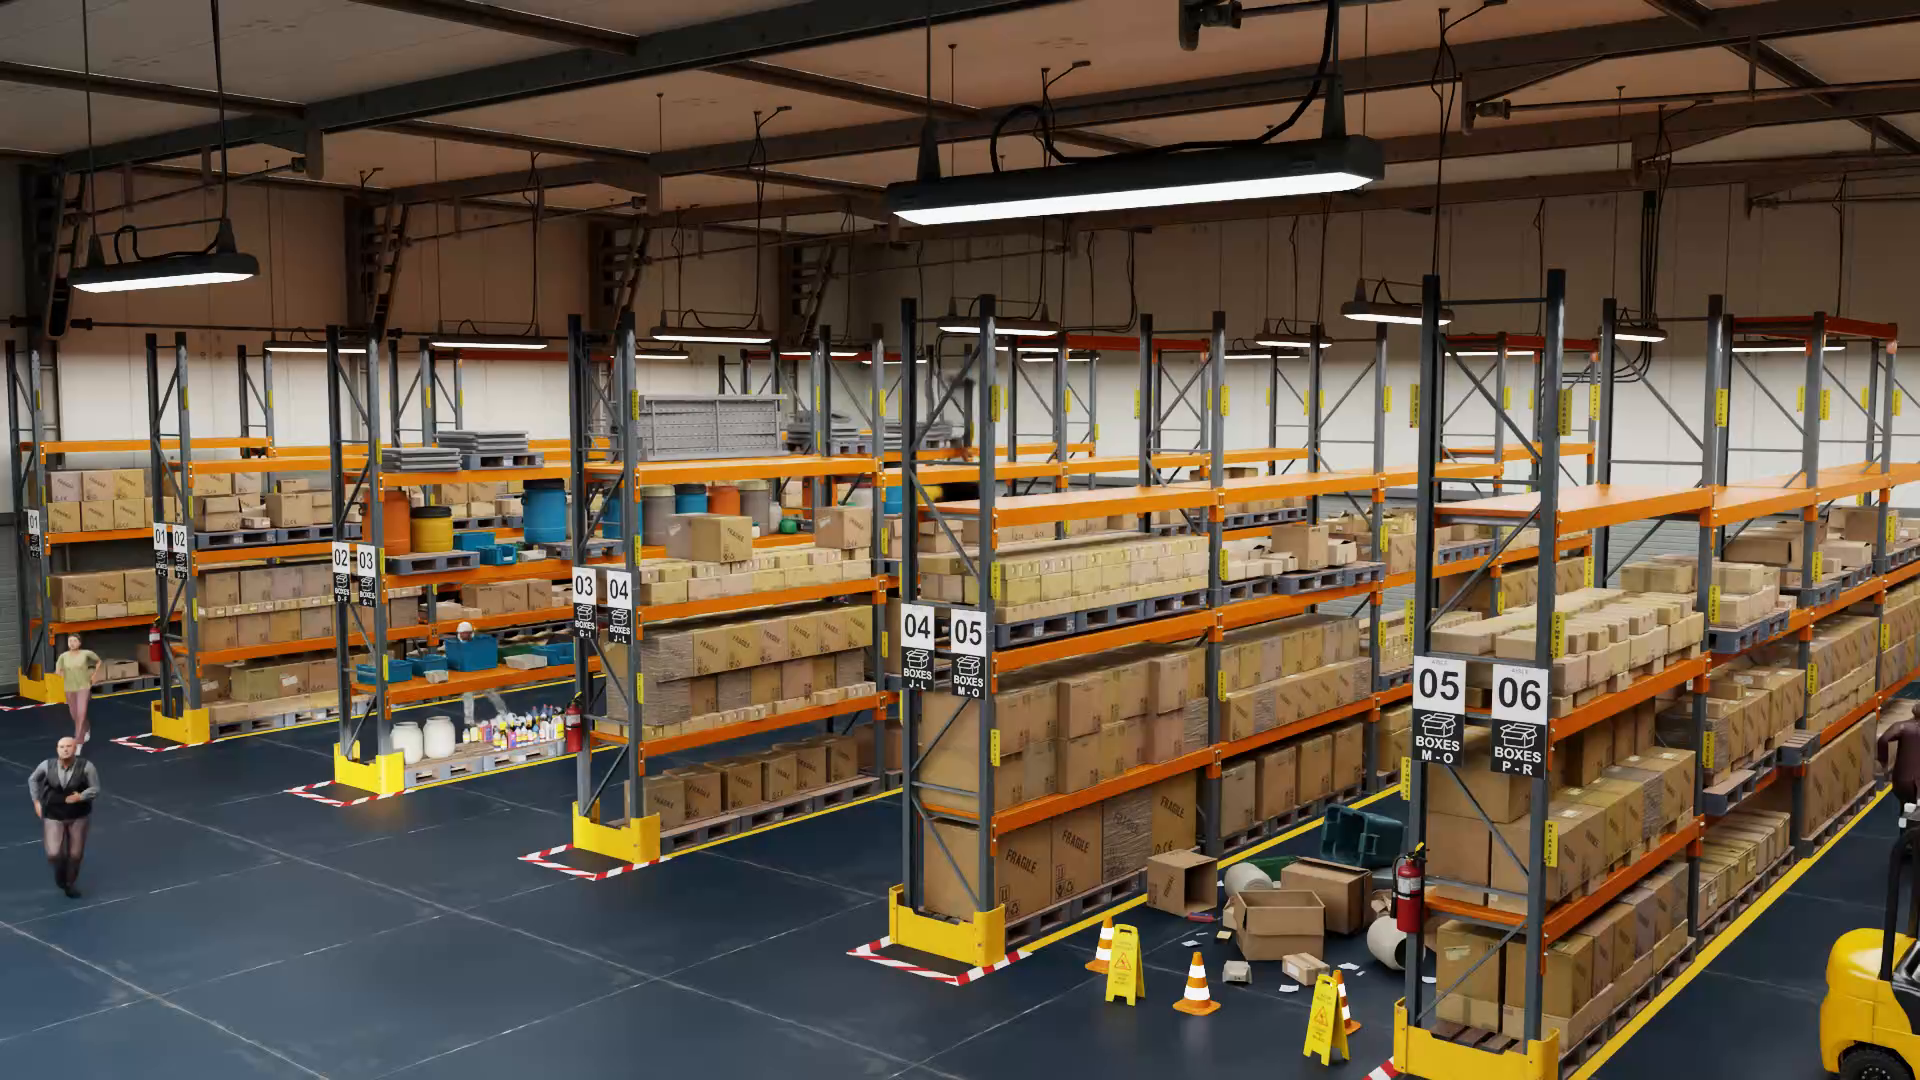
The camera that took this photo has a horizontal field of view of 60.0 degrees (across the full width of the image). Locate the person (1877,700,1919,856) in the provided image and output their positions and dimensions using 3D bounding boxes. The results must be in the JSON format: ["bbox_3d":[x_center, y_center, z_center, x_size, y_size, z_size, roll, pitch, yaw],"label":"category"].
[{"bbox_3d":[10.372,2.655,18.081,0.727,1.829,1.002,4,6,37],"label":"person"}]

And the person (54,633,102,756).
[{"bbox_3d":[-12.674,2.174,23.878,0.572,1.694,0.931,-1,5,-11],"label":"person"}]

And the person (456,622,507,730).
[{"bbox_3d":[-7.331,2.060,25.441,0.729,1.732,1.053,2,6,23],"label":"person"}]

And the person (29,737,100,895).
[{"bbox_3d":[-9.046,2.809,16.819,0.648,1.656,0.670,-2,6,-25],"label":"person"}]

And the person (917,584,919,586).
[{"bbox_3d":[-0.695,1.208,35.148,0.491,1.597,0.749,3,6,28],"label":"person"}]
